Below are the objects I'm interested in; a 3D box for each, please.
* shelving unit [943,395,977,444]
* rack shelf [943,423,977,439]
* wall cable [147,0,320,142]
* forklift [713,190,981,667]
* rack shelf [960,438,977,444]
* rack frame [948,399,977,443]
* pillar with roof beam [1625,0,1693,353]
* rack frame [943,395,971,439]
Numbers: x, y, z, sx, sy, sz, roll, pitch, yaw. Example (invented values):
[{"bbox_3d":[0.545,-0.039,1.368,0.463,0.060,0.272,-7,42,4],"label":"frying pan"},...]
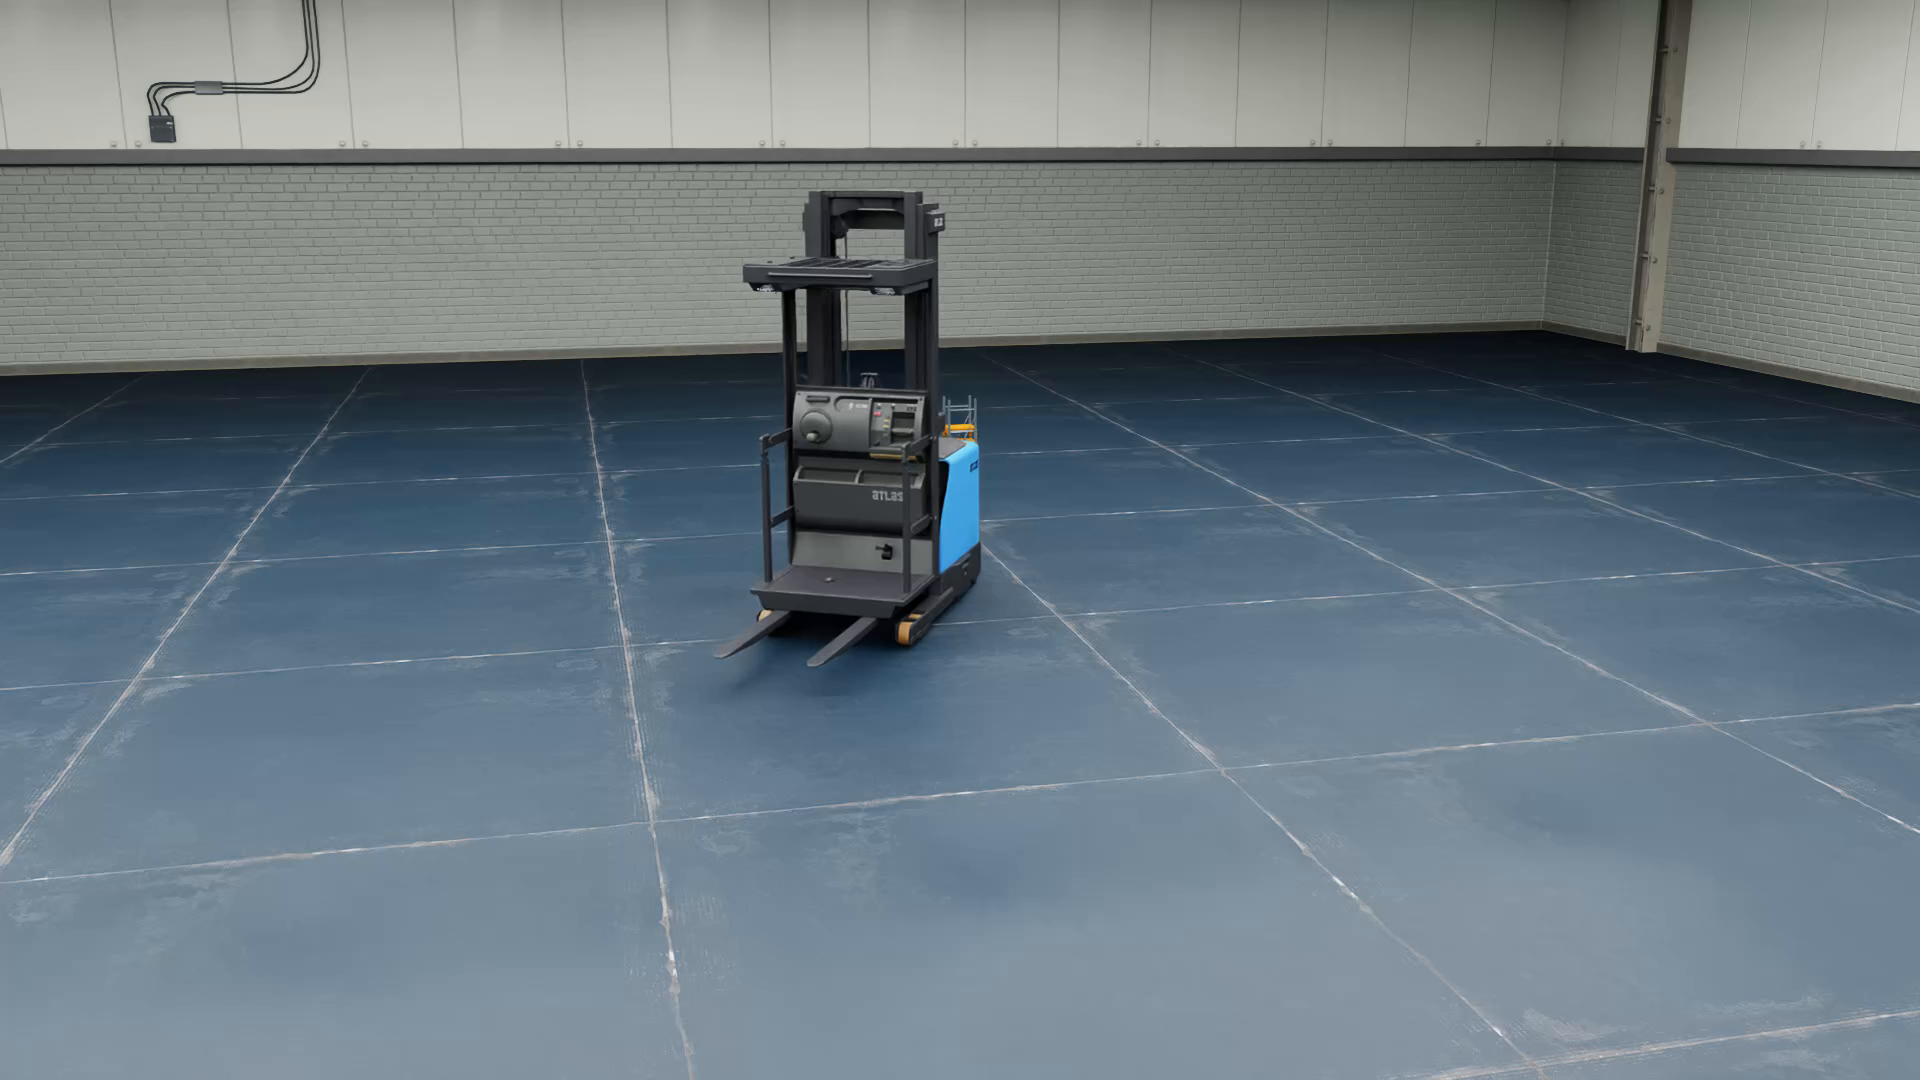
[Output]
[{"bbox_3d":[-0.003,-0.586,13.798,0.258,1.200,0.189,-3,14,-13],"label":"shelving unit"},{"bbox_3d":[-0.003,-0.893,13.723,0.258,0.103,0.180,-3,14,-13],"label":"rack shelf"},{"bbox_3d":[-10.107,-8.514,22.648,2.305,6.003,0.169,-3,14,-13],"label":"wall cable"},{"bbox_3d":[-0.749,-0.821,11.113,1.130,2.935,3.031,4,14,16],"label":"forklift"},{"bbox_3d":[-0.003,-0.776,13.752,0.258,0.103,0.180,-3,14,-13],"label":"rack shelf"},{"bbox_3d":[0.018,-0.565,13.712,0.240,1.200,0.006,-3,14,-13],"label":"rack frame"},{"bbox_3d":[6.502,-7.099,24.022,9.100,9.000,0.400,-3,14,-13],"label":"pillar with roof beam"},{"bbox_3d":[-0.025,-0.607,13.885,0.240,1.200,0.006,-3,14,-13],"label":"rack frame"}]
